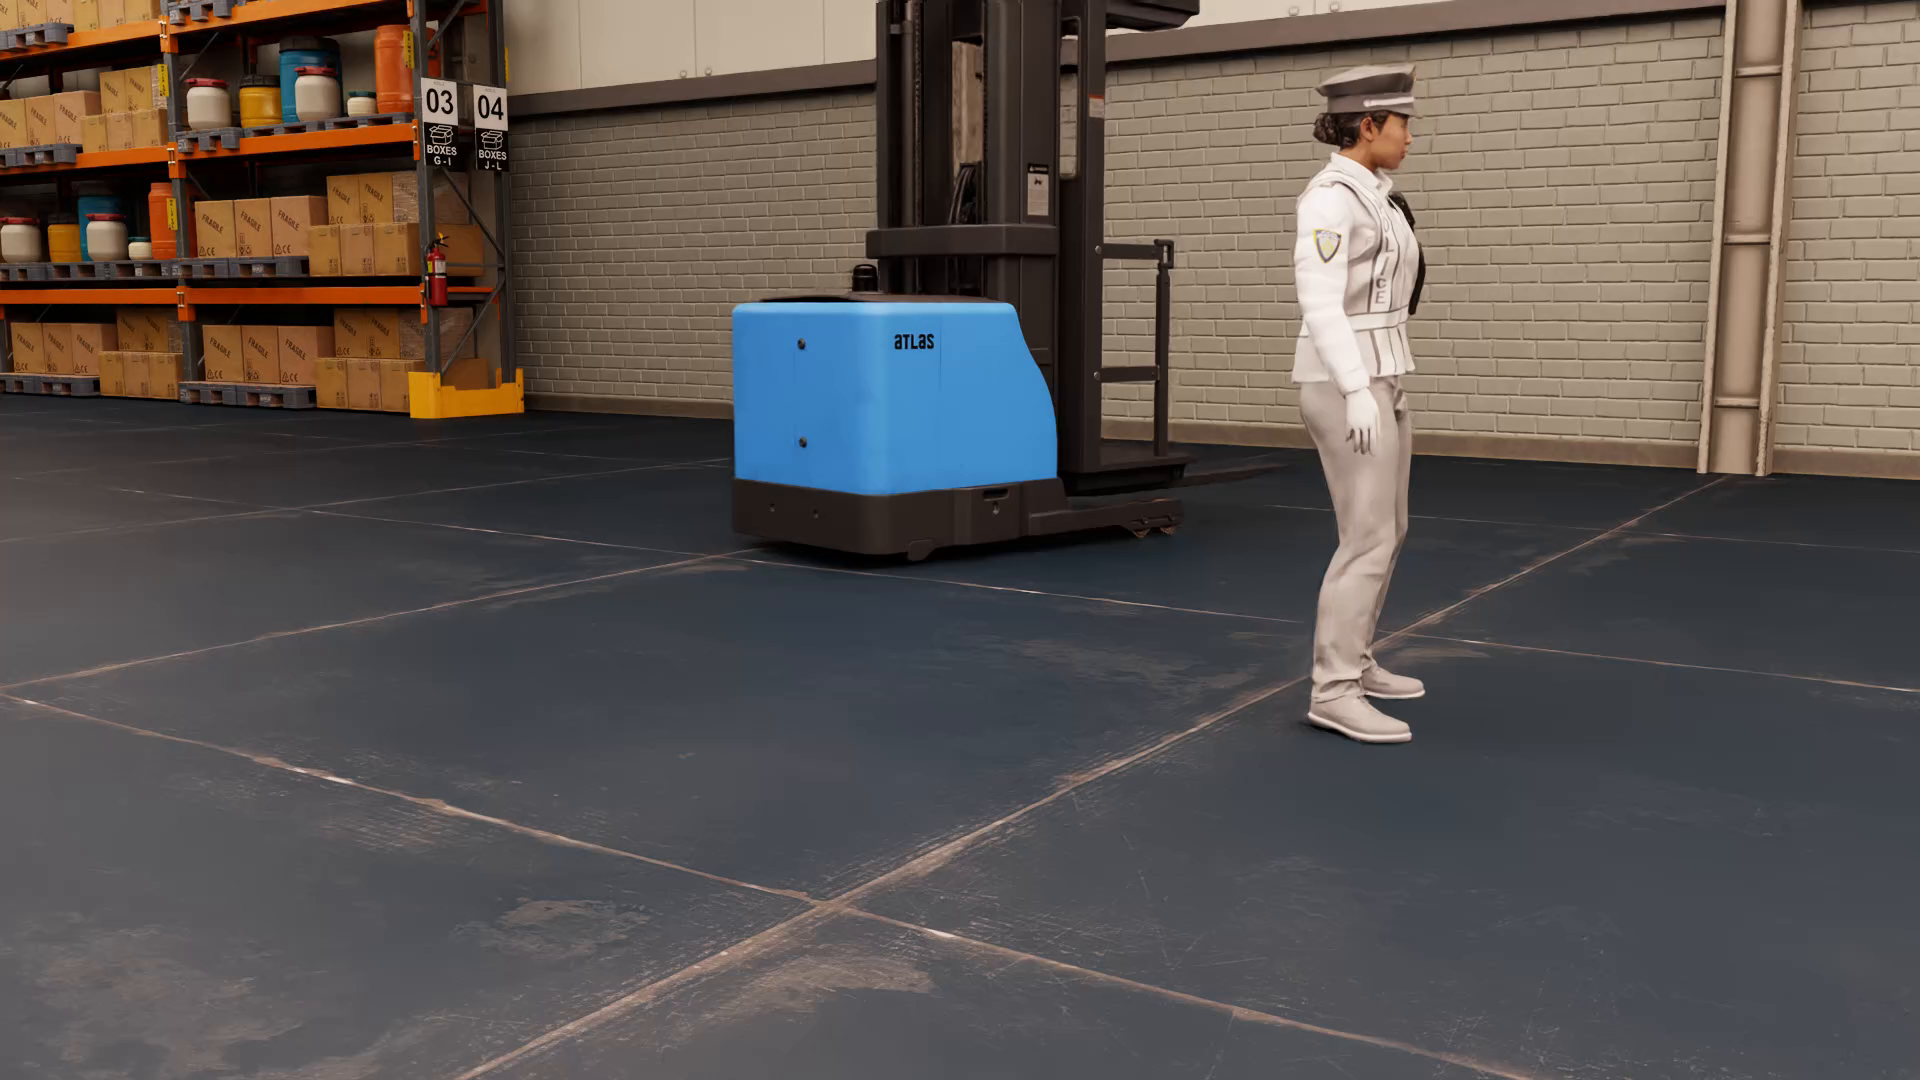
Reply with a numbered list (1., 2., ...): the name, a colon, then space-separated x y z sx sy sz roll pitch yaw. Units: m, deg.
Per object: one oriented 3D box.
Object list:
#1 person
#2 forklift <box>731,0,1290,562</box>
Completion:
1. person: 1.042 -0.360 4.279 0.375 1.672 0.671 4 9 24
2. forklift: 0.410 -1.513 7.833 3.031 2.935 1.130 -7 11 -42
